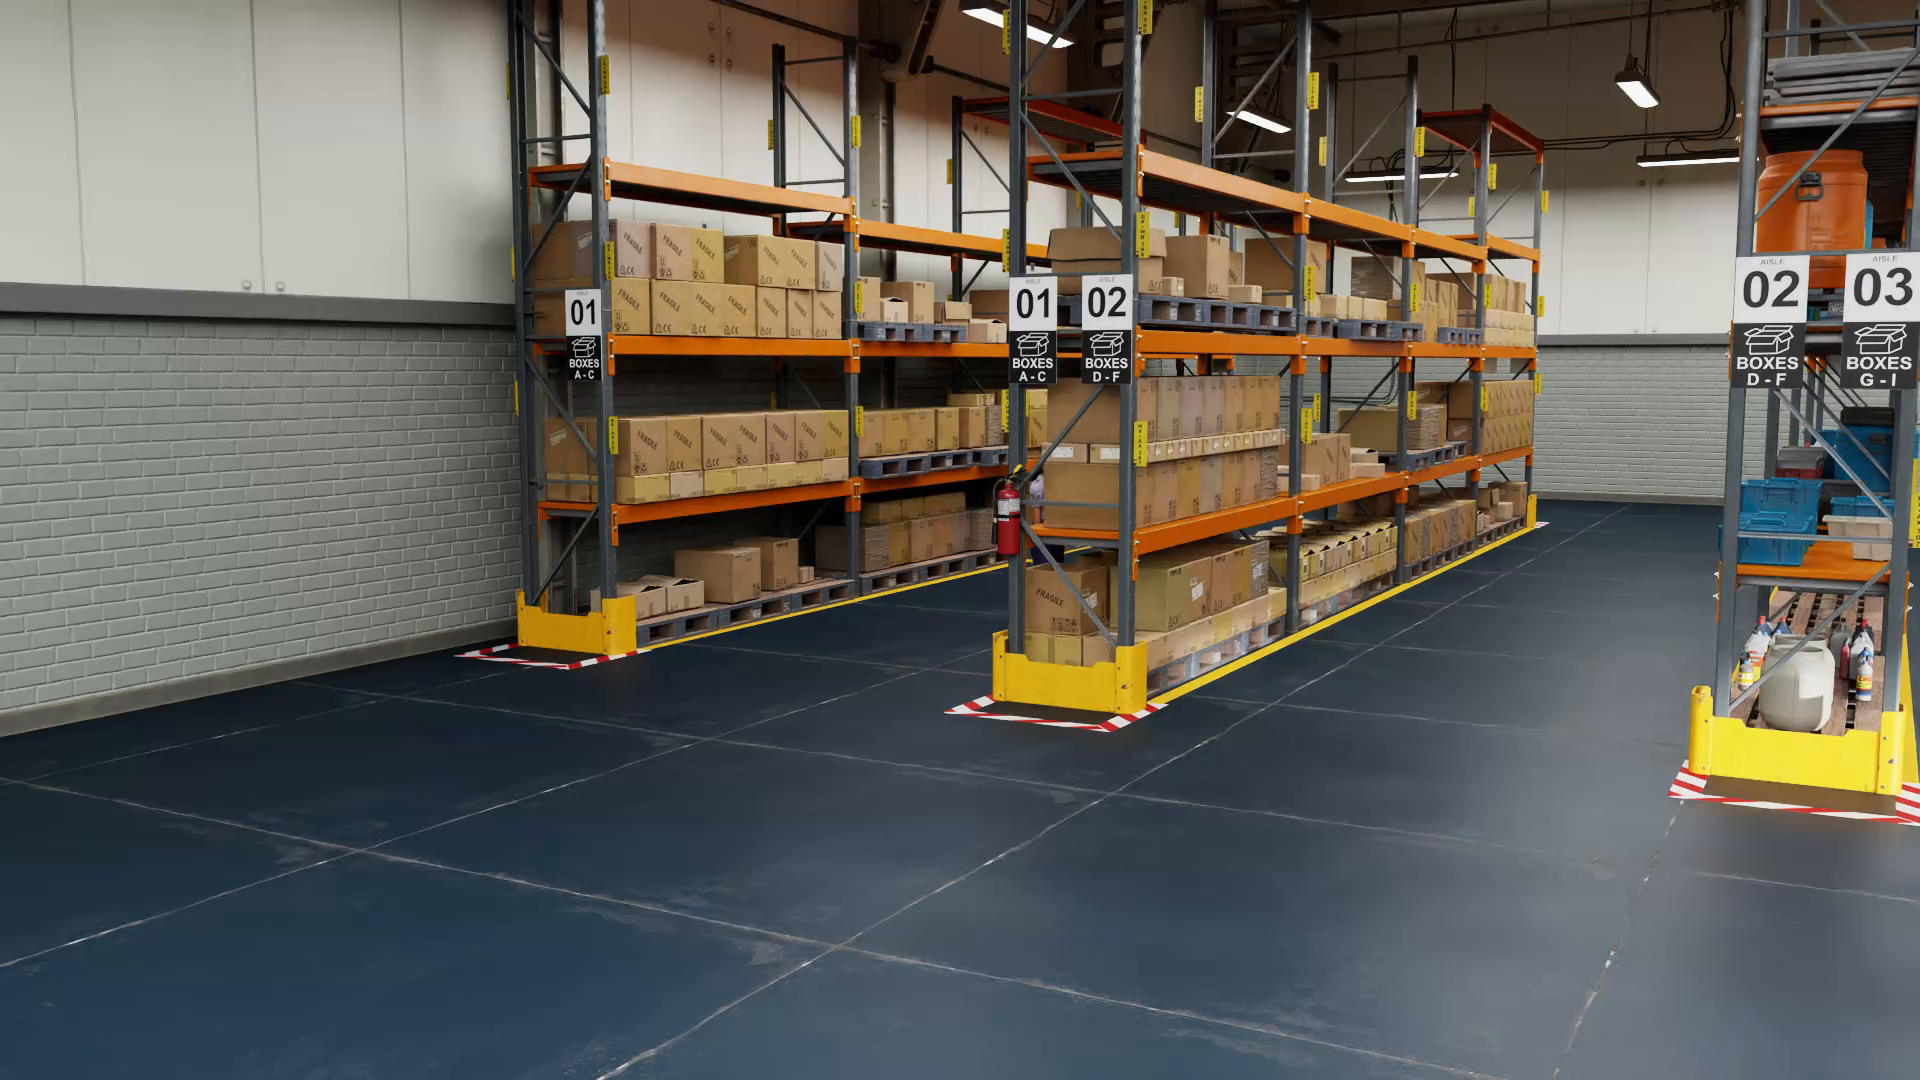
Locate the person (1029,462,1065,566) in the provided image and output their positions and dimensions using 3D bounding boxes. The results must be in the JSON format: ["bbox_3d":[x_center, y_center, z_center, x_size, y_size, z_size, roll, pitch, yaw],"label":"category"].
[{"bbox_3d":[0.891,-0.034,16.812,0.341,1.643,0.472,3,7,30],"label":"person"}]
